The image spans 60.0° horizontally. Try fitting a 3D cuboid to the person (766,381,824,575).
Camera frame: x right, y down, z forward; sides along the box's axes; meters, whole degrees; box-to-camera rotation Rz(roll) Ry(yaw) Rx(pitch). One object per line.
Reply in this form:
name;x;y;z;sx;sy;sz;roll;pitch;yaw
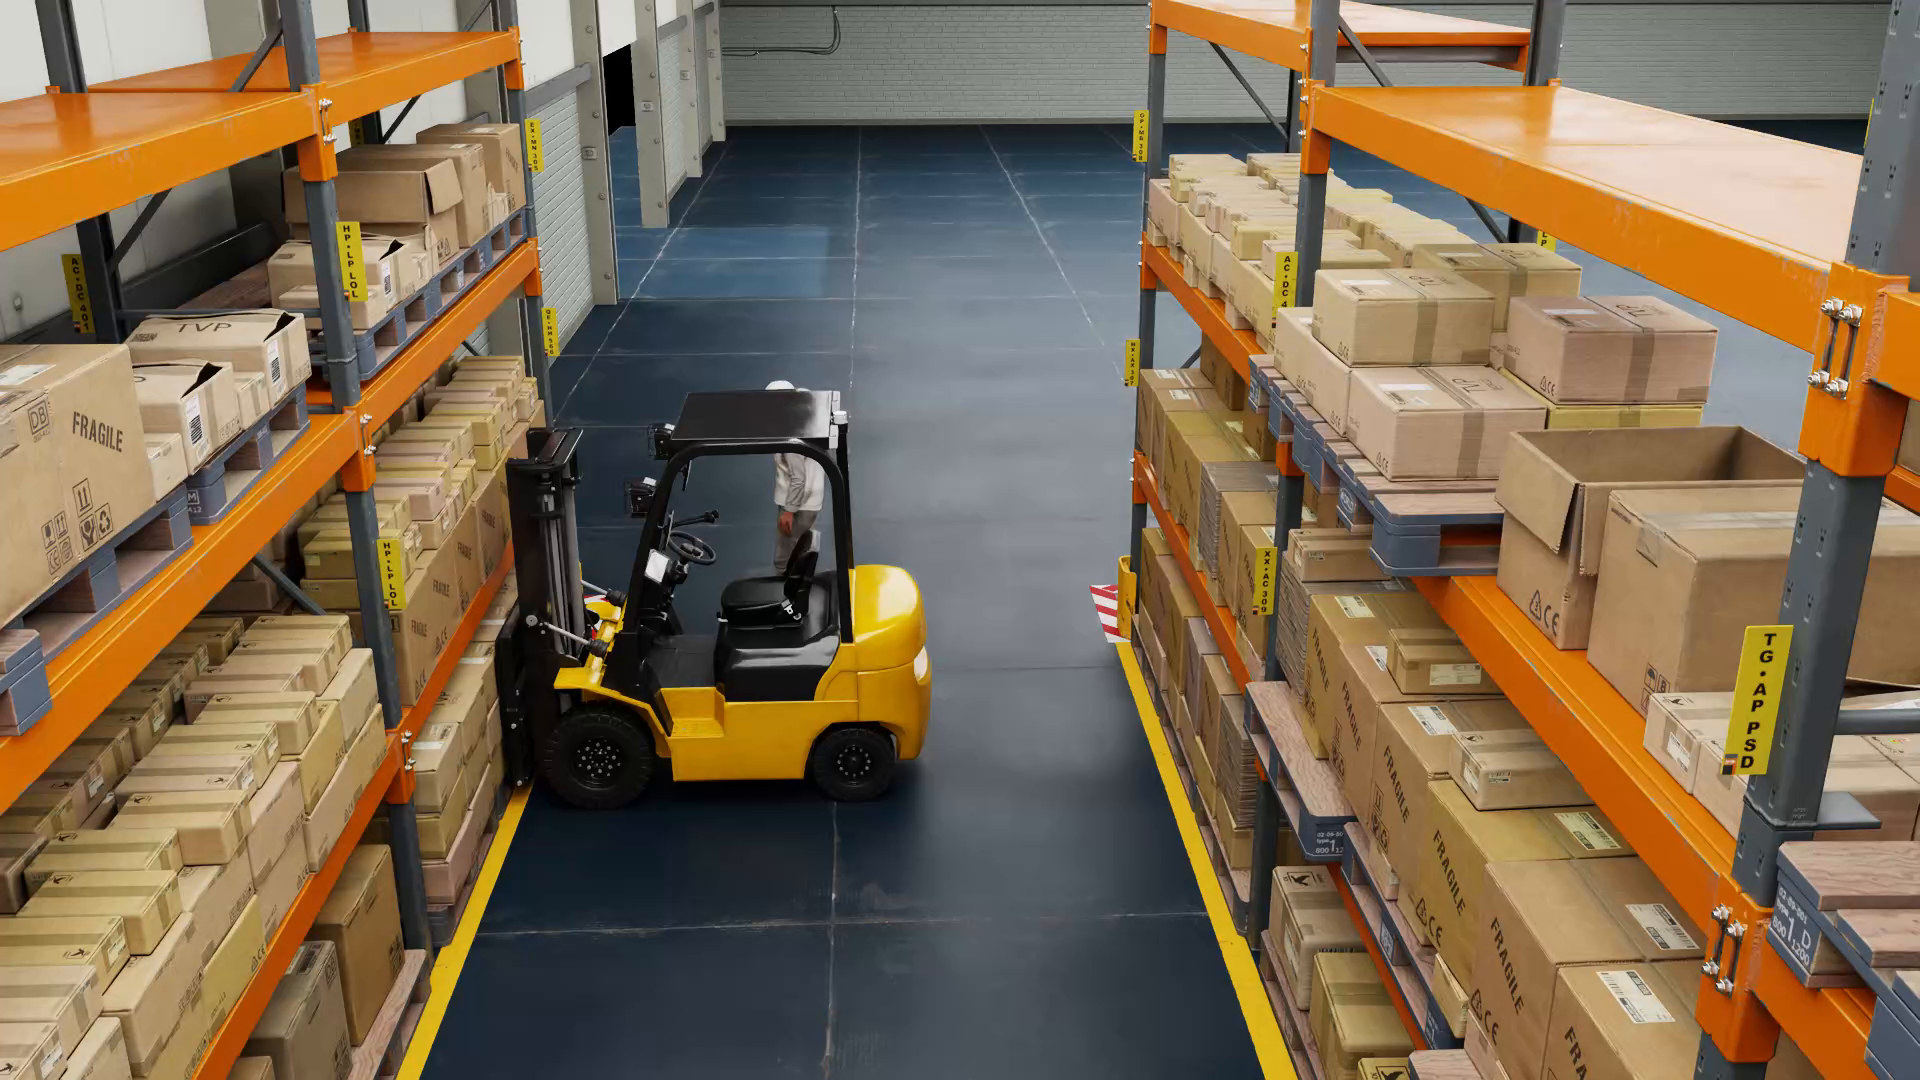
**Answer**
person;-1.192;-0.270;11.768;0.467;1.773;0.593;-2;20;-6
